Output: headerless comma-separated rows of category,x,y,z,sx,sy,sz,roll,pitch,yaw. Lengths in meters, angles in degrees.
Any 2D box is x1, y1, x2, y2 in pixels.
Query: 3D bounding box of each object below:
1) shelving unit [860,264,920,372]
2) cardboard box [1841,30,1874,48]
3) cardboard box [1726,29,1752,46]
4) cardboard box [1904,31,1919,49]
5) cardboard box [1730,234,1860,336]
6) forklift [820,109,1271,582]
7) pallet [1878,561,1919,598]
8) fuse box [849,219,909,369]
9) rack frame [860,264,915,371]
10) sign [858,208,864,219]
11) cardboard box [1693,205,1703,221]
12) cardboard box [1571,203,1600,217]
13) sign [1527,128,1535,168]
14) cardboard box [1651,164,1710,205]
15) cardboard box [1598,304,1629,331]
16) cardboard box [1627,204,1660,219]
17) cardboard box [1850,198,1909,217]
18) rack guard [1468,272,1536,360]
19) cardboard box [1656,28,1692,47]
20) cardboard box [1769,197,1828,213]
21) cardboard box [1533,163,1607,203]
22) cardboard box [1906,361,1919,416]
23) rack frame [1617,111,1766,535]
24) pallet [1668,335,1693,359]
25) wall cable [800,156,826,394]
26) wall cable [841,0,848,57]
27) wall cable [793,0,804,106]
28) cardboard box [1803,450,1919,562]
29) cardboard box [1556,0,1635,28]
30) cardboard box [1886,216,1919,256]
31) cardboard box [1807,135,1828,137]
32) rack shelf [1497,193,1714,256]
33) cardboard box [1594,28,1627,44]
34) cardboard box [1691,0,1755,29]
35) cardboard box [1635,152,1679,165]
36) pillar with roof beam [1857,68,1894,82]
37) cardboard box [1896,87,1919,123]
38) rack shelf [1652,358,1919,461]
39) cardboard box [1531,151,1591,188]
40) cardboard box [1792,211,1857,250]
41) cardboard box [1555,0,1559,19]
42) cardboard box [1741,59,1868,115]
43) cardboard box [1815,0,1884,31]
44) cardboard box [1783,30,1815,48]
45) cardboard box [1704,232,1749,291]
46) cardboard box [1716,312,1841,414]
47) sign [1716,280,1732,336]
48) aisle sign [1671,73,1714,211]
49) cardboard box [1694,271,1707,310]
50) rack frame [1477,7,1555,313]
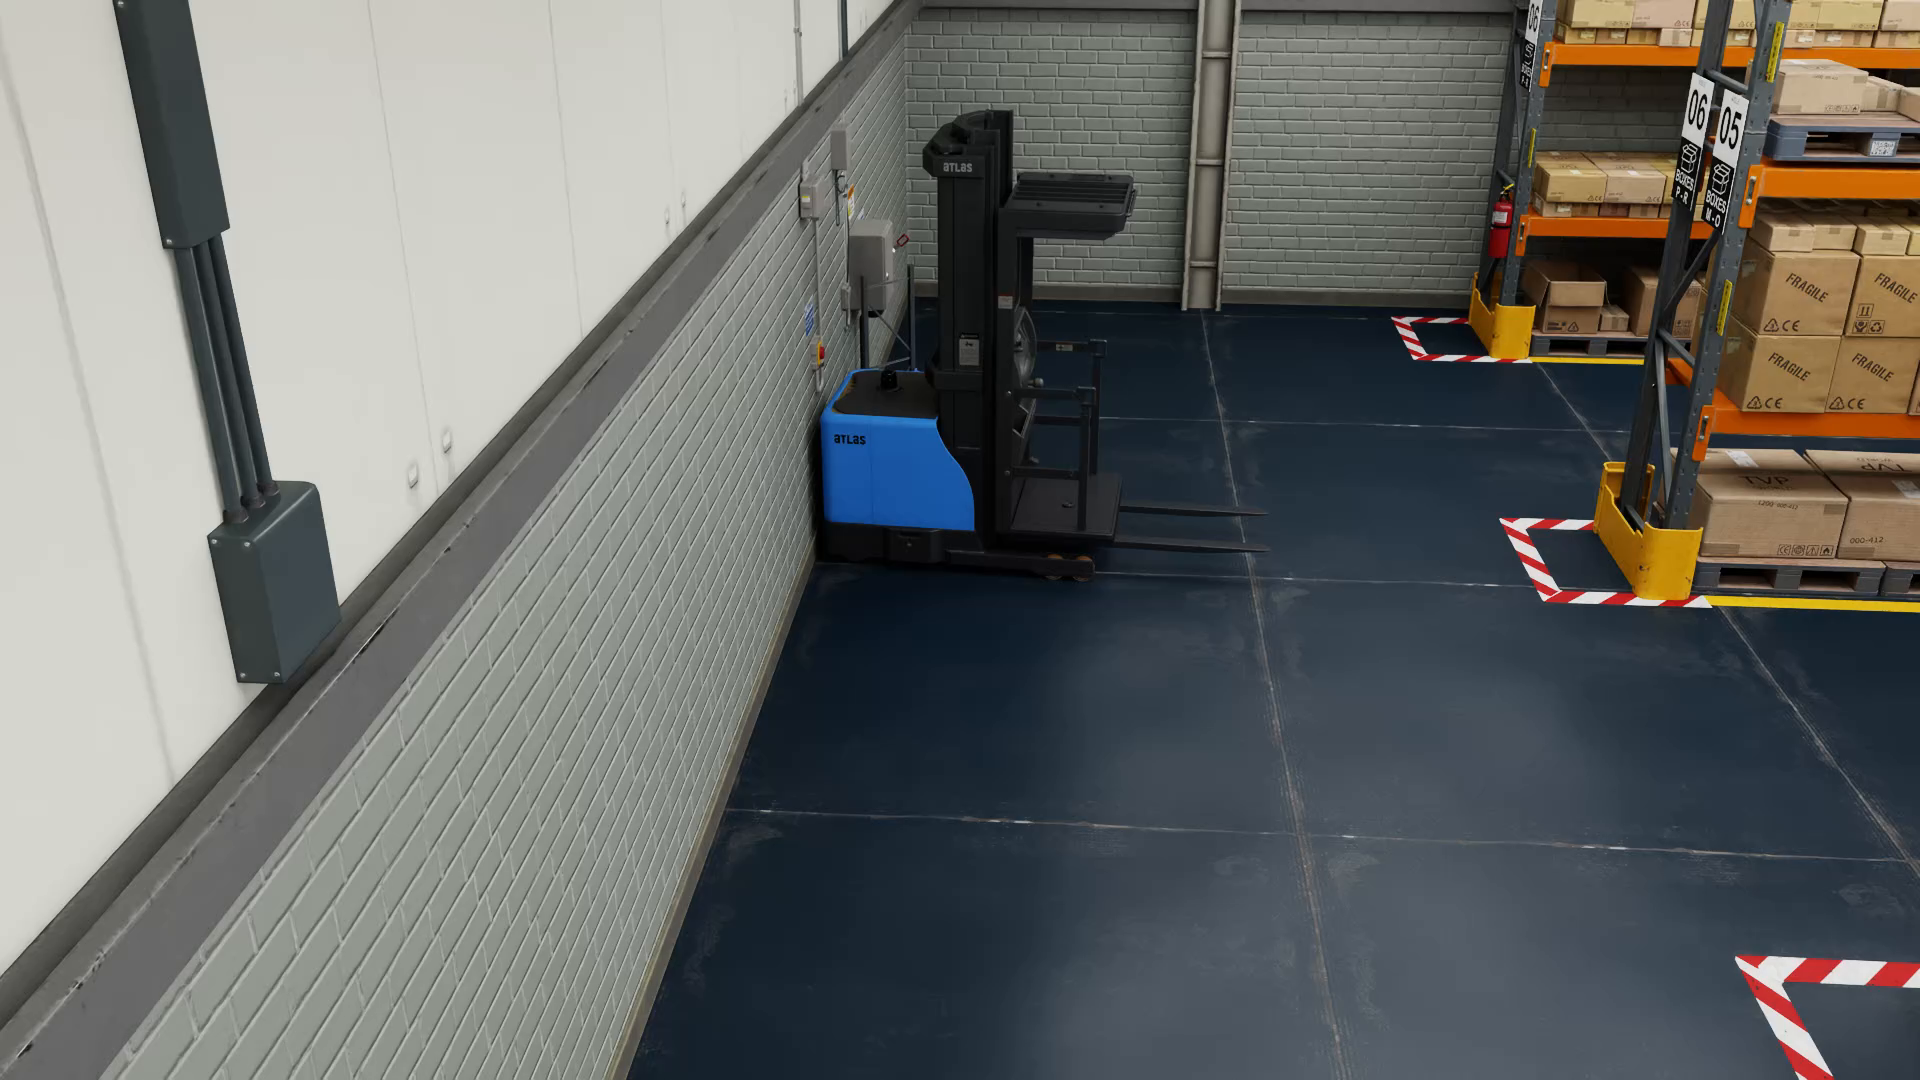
shelving unit,-0.215,-1.211,12.587,0.538,1.500,1.048,-20,31,-37
cardboard box,7.650,-4.341,14.309,0.250,0.149,0.380,3,25,6
cardboard box,6.634,-4.371,14.373,0.250,0.149,0.380,2,25,3
cardboard box,8.159,-4.311,14.242,0.250,0.149,0.380,3,25,6
cardboard box,5.143,-1.577,10.274,0.500,0.500,0.500,1,25,3
forklift,0.619,-1.292,11.052,3.031,2.935,1.130,4,25,8
pallet,6.702,0.088,11.306,1.213,0.211,1.003,2,25,4
fuse box,-0.632,-1.668,13.328,0.414,1.711,0.539,2,25,4
rack frame,-0.550,-1.371,12.935,0.500,1.500,0.032,-20,31,-37
sign,-0.800,-2.423,13.540,0.001,0.494,0.329,2,25,4
cardboard box,6.650,-2.980,14.938,0.250,0.149,0.380,1,25,2
cardboard box,5.626,-3.053,15.097,0.250,0.149,0.380,2,25,5
sign,5.021,-3.448,14.619,0.005,0.325,0.100,2,25,4
cardboard box,6.503,-3.190,14.918,0.500,0.250,0.500,1,25,3
cardboard box,6.086,-2.087,15.606,0.250,0.149,0.380,1,25,2
cardboard box,6.138,-3.025,15.037,0.250,0.149,0.380,3,25,6
cardboard box,5.826,-2.082,10.594,0.250,0.149,0.380,2,25,5
rack guard,5.138,-2.143,15.808,0.348,0.500,1.175,2,25,4
cardboard box,6.121,-4.358,14.346,0.250,0.149,0.380,2,25,5
cardboard box,5.314,-2.080,10.590,0.250,0.149,0.380,2,25,5
cardboard box,5.494,-3.221,14.985,0.500,0.250,0.500,2,25,4
cardboard box,6.155,-1.094,10.419,0.500,0.500,0.500,2,25,4
rack frame,4.686,-1.212,10.795,0.127,3.000,1.000,2,25,4
pallet,7.146,-1.946,15.727,1.213,0.211,1.003,2,25,4
wall cable,-0.938,-1.858,10.947,0.123,1.953,0.585,2,25,4
wall cable,-0.696,-5.492,12.875,0.133,3.039,2.988,2,25,4
wall cable,-1.007,-4.002,9.681,0.029,3.000,0.463,2,25,4
cardboard box,6.265,-0.233,11.231,0.875,0.438,0.875,2,25,5
cardboard box,5.484,-4.582,14.355,0.500,0.250,0.500,2,25,3
cardboard box,5.800,-1.844,10.076,0.250,0.149,0.380,1,25,2
cardboard box,7.586,-3.719,15.170,0.500,0.500,0.500,1,25,3
rack shelf,7.057,-2.890,15.303,4.000,0.370,1.077,2,25,4
cardboard box,5.626,-4.425,14.489,0.250,0.149,0.380,2,25,5
cardboard box,6.502,-4.553,14.291,0.500,0.250,0.500,1,25,2
cardboard box,6.549,-3.409,15.393,0.500,0.250,0.500,3,25,6
pillar with roof beam,8.096,-4.482,10.724,0.400,9.000,9.100,2,25,4
cardboard box,5.753,-2.566,9.828,0.250,0.149,0.380,3,25,6
rack shelf,6.680,-0.821,10.806,4.000,0.370,1.077,2,25,4
cardboard box,5.541,-3.444,15.469,0.500,0.250,0.500,3,25,6
cardboard box,5.286,-1.901,10.200,0.250,0.149,0.380,2,25,5
cardboard box,5.527,-4.809,14.849,0.500,0.250,0.500,1,25,3
cardboard box,5.142,-2.766,10.141,0.500,0.250,0.500,0,25,-1
cardboard box,7.521,-4.527,14.235,0.500,0.250,0.500,2,25,5
cardboard box,7.132,-4.327,14.276,0.250,0.149,0.380,2,25,5
cardboard box,5.185,-1.795,10.747,0.500,0.500,0.500,3,25,6
cardboard box,5.143,-1.122,10.481,0.500,0.500,0.500,2,25,4
sign,4.638,-1.410,10.095,0.005,0.325,0.100,2,25,4
aisle sign,4.638,-2.524,10.537,0.004,0.787,0.394,2,25,4
cardboard box,7.034,-2.175,15.376,0.500,0.500,0.500,2,25,5
rack frame,5.062,-3.281,15.291,0.127,3.000,1.000,2,25,4
